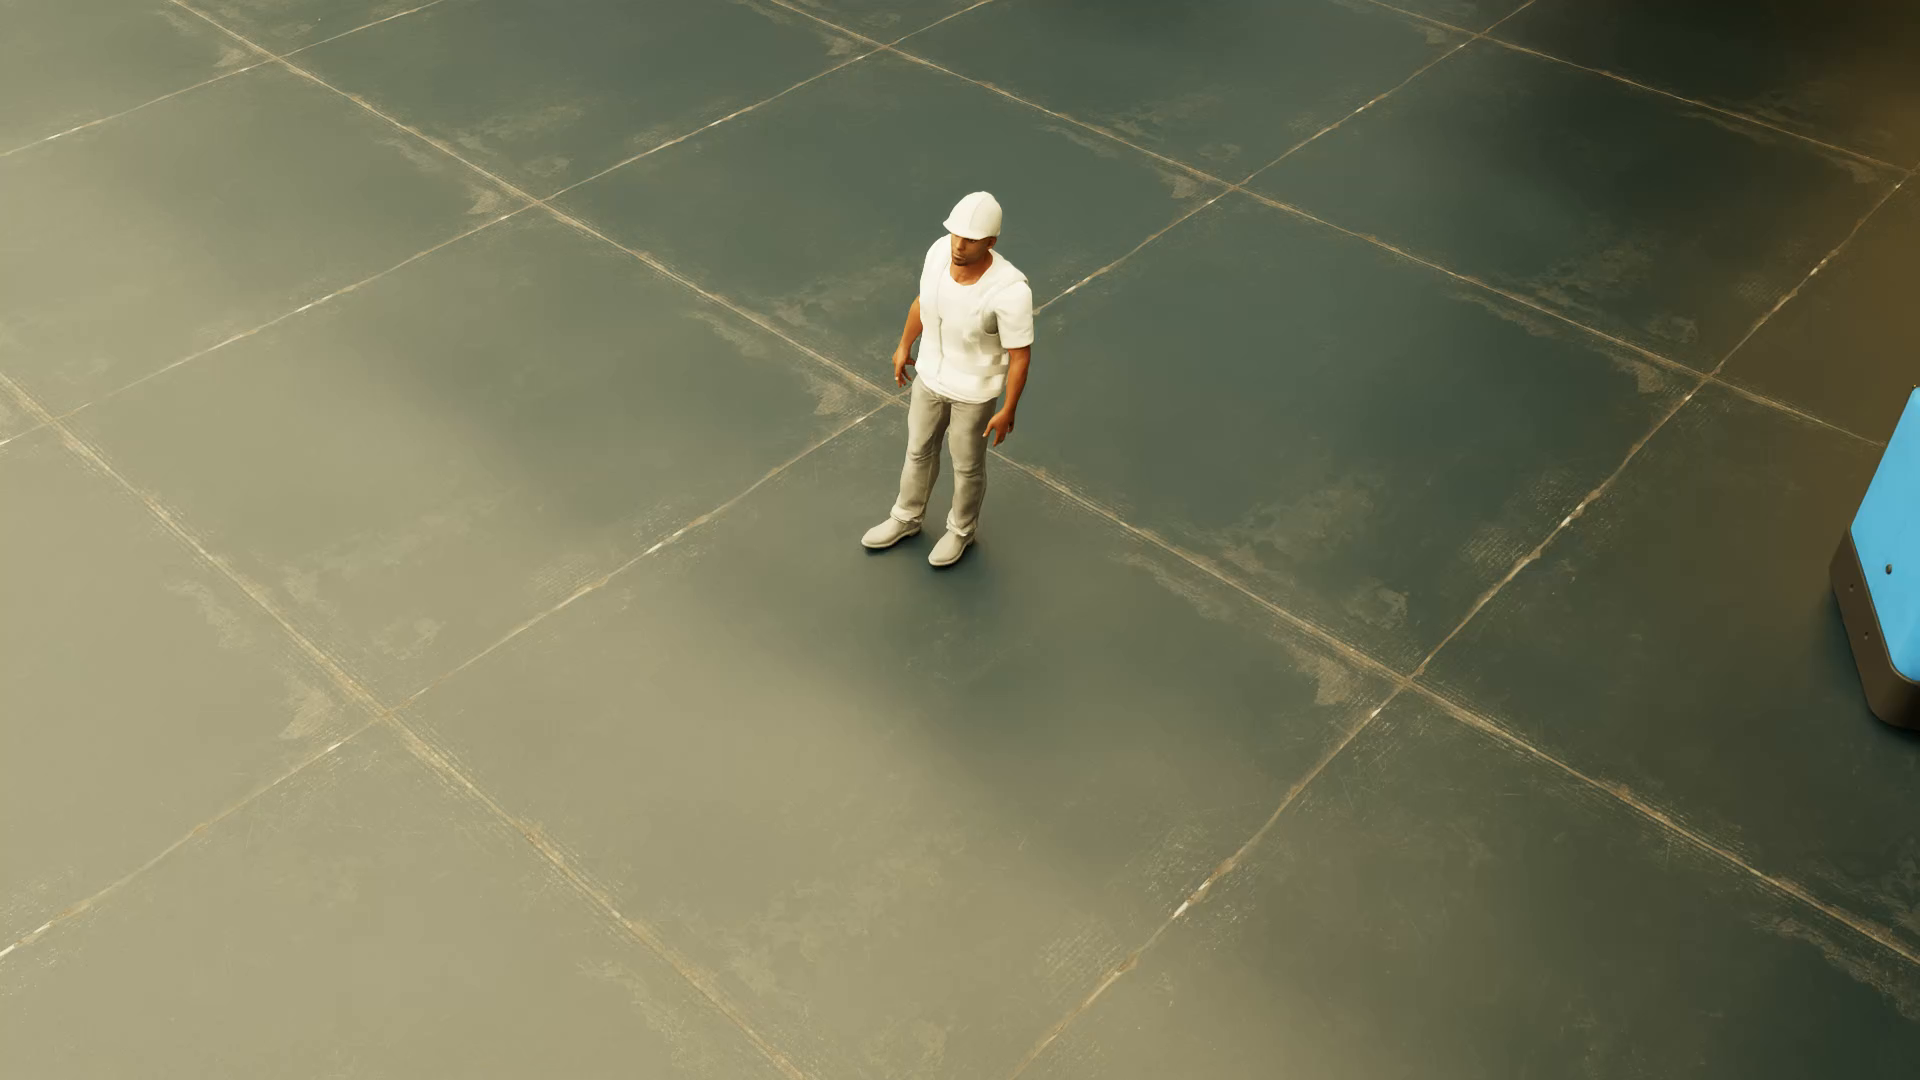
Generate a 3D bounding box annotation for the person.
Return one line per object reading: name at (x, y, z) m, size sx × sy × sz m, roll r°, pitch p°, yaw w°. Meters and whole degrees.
person at (-0.052, -0.642, 7.065) m, size 0.665 × 1.762 × 0.575 m, roll 31°, pitch 49°, yaw 31°

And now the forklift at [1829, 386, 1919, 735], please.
forklift at (5.273, -0.457, 5.960) m, size 3.031 × 2.935 × 1.130 m, roll 7°, pitch 41°, yaw 9°
